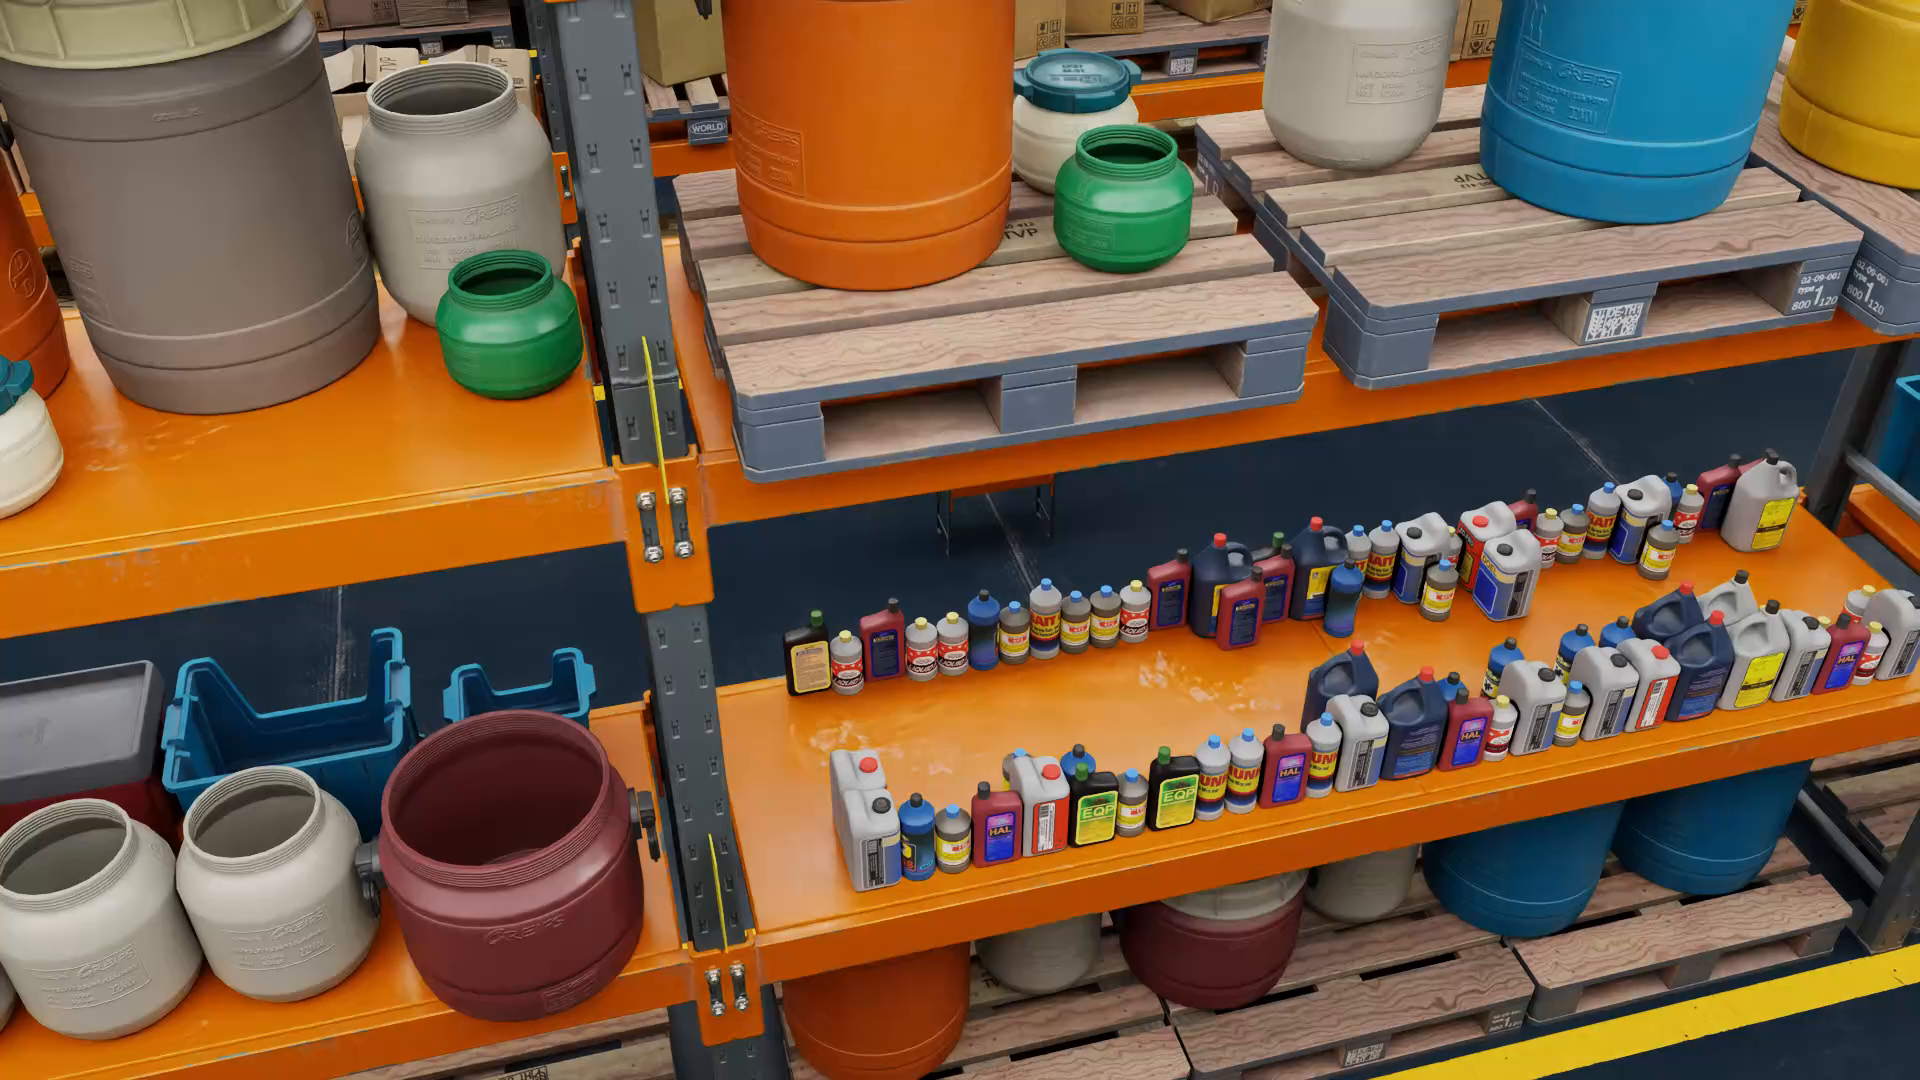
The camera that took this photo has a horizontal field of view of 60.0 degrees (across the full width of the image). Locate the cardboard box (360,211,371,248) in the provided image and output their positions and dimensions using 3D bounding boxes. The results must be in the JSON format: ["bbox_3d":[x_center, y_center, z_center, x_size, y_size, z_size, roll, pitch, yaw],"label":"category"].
[{"bbox_3d":[-3.109,-1.603,8.833,0.500,0.311,0.500,-10,39,-13],"label":"cardboard box"}]

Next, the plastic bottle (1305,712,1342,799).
[{"bbox_3d":[1.002,0.588,4.618,0.097,0.271,0.097,0,37,0],"label":"plastic bottle"}]

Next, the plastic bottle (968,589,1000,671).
[{"bbox_3d":[0.072,0.263,5.043,0.097,0.271,0.097,0,37,0],"label":"plastic bottle"}]

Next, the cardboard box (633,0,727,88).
[{"bbox_3d":[-1.444,-2.677,8.353,0.500,0.500,0.700,-23,43,-27],"label":"cardboard box"}]

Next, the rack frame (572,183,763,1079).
[{"bbox_3d":[-0.734,0.602,4.495,0.127,3.000,1.000,-9,38,-12],"label":"rack frame"}]

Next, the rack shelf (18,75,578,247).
[{"bbox_3d":[-3.953,-1.702,8.098,4.000,0.370,1.077,-9,38,-12],"label":"rack shelf"}]

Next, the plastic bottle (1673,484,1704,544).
[{"bbox_3d":[2.427,-0.095,5.569,0.097,0.201,0.097,0,37,0],"label":"plastic bottle"}]

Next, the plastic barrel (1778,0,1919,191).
[{"bbox_3d":[2.299,-1.201,3.882,0.600,0.588,0.600,0,37,0],"label":"plastic barrel"}]

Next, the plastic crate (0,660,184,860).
[{"bbox_3d":[-2.374,0.653,4.375,0.583,0.464,0.402,-9,38,-12],"label":"plastic crate"}]

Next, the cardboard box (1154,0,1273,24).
[{"bbox_3d":[1.324,-3.201,9.037,0.500,0.500,0.700,-23,43,-27],"label":"cardboard box"}]

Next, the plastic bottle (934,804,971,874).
[{"bbox_3d":[-0.019,0.784,4.420,0.097,0.201,0.097,0,37,0],"label":"plastic bottle"}]

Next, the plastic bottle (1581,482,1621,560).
[{"bbox_3d":[2.109,-0.071,5.480,0.097,0.271,0.097,0,37,0],"label":"plastic bottle"}]

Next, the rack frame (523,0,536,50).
[{"bbox_3d":[-3.317,-5.210,12.091,0.127,3.000,1.000,-9,38,-12],"label":"rack frame"}]

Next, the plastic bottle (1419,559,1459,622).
[{"bbox_3d":[1.514,0.150,5.248,0.097,0.201,0.097,0,37,0],"label":"plastic bottle"}]

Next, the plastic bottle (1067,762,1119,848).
[{"bbox_3d":[0.356,0.701,4.461,0.133,0.283,0.061,-9,38,-12],"label":"plastic bottle"}]

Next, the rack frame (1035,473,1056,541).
[{"bbox_3d":[0.395,-0.541,7.470,0.015,1.200,0.240,-9,38,-12],"label":"rack frame"}]

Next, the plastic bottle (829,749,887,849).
[{"bbox_3d":[-0.272,0.683,4.491,0.135,0.276,0.152,-9,38,-12],"label":"plastic bottle"}]

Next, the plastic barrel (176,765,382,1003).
[{"bbox_3d":[-1.672,0.845,4.084,0.421,0.512,0.421,0,37,0],"label":"plastic barrel"}]

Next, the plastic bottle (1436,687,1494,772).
[{"bbox_3d":[1.426,0.526,4.690,0.133,0.283,0.061,-9,38,-12],"label":"plastic bottle"}]

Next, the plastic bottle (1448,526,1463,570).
[{"bbox_3d":[1.568,0.046,5.385,0.097,0.201,0.097,0,37,0],"label":"plastic bottle"}]

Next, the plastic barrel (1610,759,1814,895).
[{"bbox_3d":[2.598,0.711,5.733,0.708,0.901,0.600,-9,38,-12],"label":"plastic barrel"}]

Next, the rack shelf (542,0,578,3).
[{"bbox_3d":[-2.665,-1.020,2.598,4.000,0.370,1.077,-9,38,-12],"label":"rack shelf"}]

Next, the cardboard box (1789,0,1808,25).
[{"bbox_3d":[4.840,-3.297,9.508,0.500,0.500,0.500,-9,38,-12],"label":"cardboard box"}]

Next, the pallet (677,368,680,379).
[{"bbox_3d":[-1.292,-1.293,9.267,1.213,0.211,1.003,-9,38,-12],"label":"pallet"}]

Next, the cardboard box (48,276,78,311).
[{"bbox_3d":[-4.436,-1.047,8.105,0.500,0.311,0.500,-11,39,-13],"label":"cardboard box"}]

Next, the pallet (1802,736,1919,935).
[{"bbox_3d":[3.827,0.936,6.352,1.213,0.211,1.003,-9,38,-12],"label":"pallet"}]

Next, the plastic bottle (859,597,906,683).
[{"bbox_3d":[-0.232,0.297,4.989,0.133,0.283,0.061,-9,38,-12],"label":"plastic bottle"}]

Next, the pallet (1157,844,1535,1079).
[{"bbox_3d":[1.191,1.369,5.787,1.213,0.211,1.003,-9,38,-12],"label":"pallet"}]

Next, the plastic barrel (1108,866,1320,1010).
[{"bbox_3d":[0.824,1.126,5.448,0.708,0.588,0.600,-9,38,-12],"label":"plastic barrel"}]

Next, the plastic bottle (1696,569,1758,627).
[{"bbox_3d":[2.288,0.240,5.007,0.185,0.351,0.144,-9,38,-12],"label":"plastic bottle"}]

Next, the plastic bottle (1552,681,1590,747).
[{"bbox_3d":[1.757,0.492,4.801,0.097,0.201,0.097,0,37,0],"label":"plastic bottle"}]

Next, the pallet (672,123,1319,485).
[{"bbox_3d":[0.030,-0.579,3.724,1.213,0.211,1.003,-9,38,-12],"label":"pallet"}]

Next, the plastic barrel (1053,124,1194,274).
[{"bbox_3d":[0.348,-0.728,3.546,0.294,0.245,0.294,0,37,0],"label":"plastic barrel"}]

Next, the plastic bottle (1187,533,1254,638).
[{"bbox_3d":[0.813,0.125,5.158,0.185,0.351,0.144,-9,38,-12],"label":"plastic bottle"}]

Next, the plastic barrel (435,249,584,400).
[{"bbox_3d":[-0.959,-0.459,3.540,0.294,0.245,0.294,0,37,0],"label":"plastic barrel"}]

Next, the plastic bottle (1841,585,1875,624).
[{"bbox_3d":[2.781,0.229,5.146,0.097,0.201,0.097,0,37,0],"label":"plastic bottle"}]

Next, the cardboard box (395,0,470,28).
[{"bbox_3d":[-3.999,-4.247,12.528,0.500,0.500,0.700,-9,38,-11],"label":"cardboard box"}]

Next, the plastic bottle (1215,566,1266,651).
[{"bbox_3d":[0.864,0.208,5.106,0.133,0.283,0.061,-9,38,-12],"label":"plastic bottle"}]

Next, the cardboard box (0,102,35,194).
[{"bbox_3d":[-4.146,-1.985,7.794,0.500,0.500,0.500,-9,38,-12],"label":"cardboard box"}]

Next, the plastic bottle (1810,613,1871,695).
[{"bbox_3d":[2.620,0.330,4.946,0.133,0.283,0.061,-9,38,-12],"label":"plastic bottle"}]

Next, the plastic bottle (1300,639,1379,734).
[{"bbox_3d":[1.092,0.432,4.757,0.185,0.351,0.144,-9,38,-12],"label":"plastic bottle"}]

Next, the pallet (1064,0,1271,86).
[{"bbox_3d":[1.039,-2.799,9.099,1.213,0.211,1.003,-9,38,-12],"label":"pallet"}]

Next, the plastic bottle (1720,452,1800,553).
[{"bbox_3d":[2.664,-0.140,5.505,0.185,0.351,0.144,-9,38,-12],"label":"plastic bottle"}]

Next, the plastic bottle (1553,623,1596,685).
[{"bbox_3d":[1.811,0.360,4.917,0.097,0.271,0.097,0,37,0],"label":"plastic bottle"}]

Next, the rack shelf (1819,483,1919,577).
[{"bbox_3d":[5.058,-0.063,5.956,4.000,0.370,1.077,-9,38,-12],"label":"rack shelf"}]

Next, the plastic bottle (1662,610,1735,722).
[{"bbox_3d":[2.147,0.354,4.859,0.185,0.351,0.144,-9,38,-12],"label":"plastic bottle"}]

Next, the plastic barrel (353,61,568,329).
[{"bbox_3d":[-1.114,-0.765,3.720,0.421,0.512,0.421,0,37,0],"label":"plastic barrel"}]

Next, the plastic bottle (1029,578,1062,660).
[{"bbox_3d":[0.260,0.233,5.083,0.097,0.271,0.097,0,37,0],"label":"plastic bottle"}]

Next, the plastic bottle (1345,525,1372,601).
[{"bbox_3d":[1.250,0.070,5.296,0.097,0.271,0.097,0,37,0],"label":"plastic bottle"}]

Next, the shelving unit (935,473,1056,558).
[{"bbox_3d":[0.160,-0.503,7.420,0.503,1.200,0.258,-9,38,-12],"label":"shelving unit"}]

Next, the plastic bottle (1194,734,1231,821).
[{"bbox_3d":[0.685,0.640,4.550,0.097,0.271,0.097,0,37,0],"label":"plastic bottle"}]

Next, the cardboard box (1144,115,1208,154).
[{"bbox_3d":[1.309,-2.186,9.835,0.500,0.500,0.500,-11,39,-14],"label":"cardboard box"}]

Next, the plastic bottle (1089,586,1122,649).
[{"bbox_3d":[0.448,0.230,5.145,0.097,0.201,0.097,0,37,0],"label":"plastic bottle"}]
